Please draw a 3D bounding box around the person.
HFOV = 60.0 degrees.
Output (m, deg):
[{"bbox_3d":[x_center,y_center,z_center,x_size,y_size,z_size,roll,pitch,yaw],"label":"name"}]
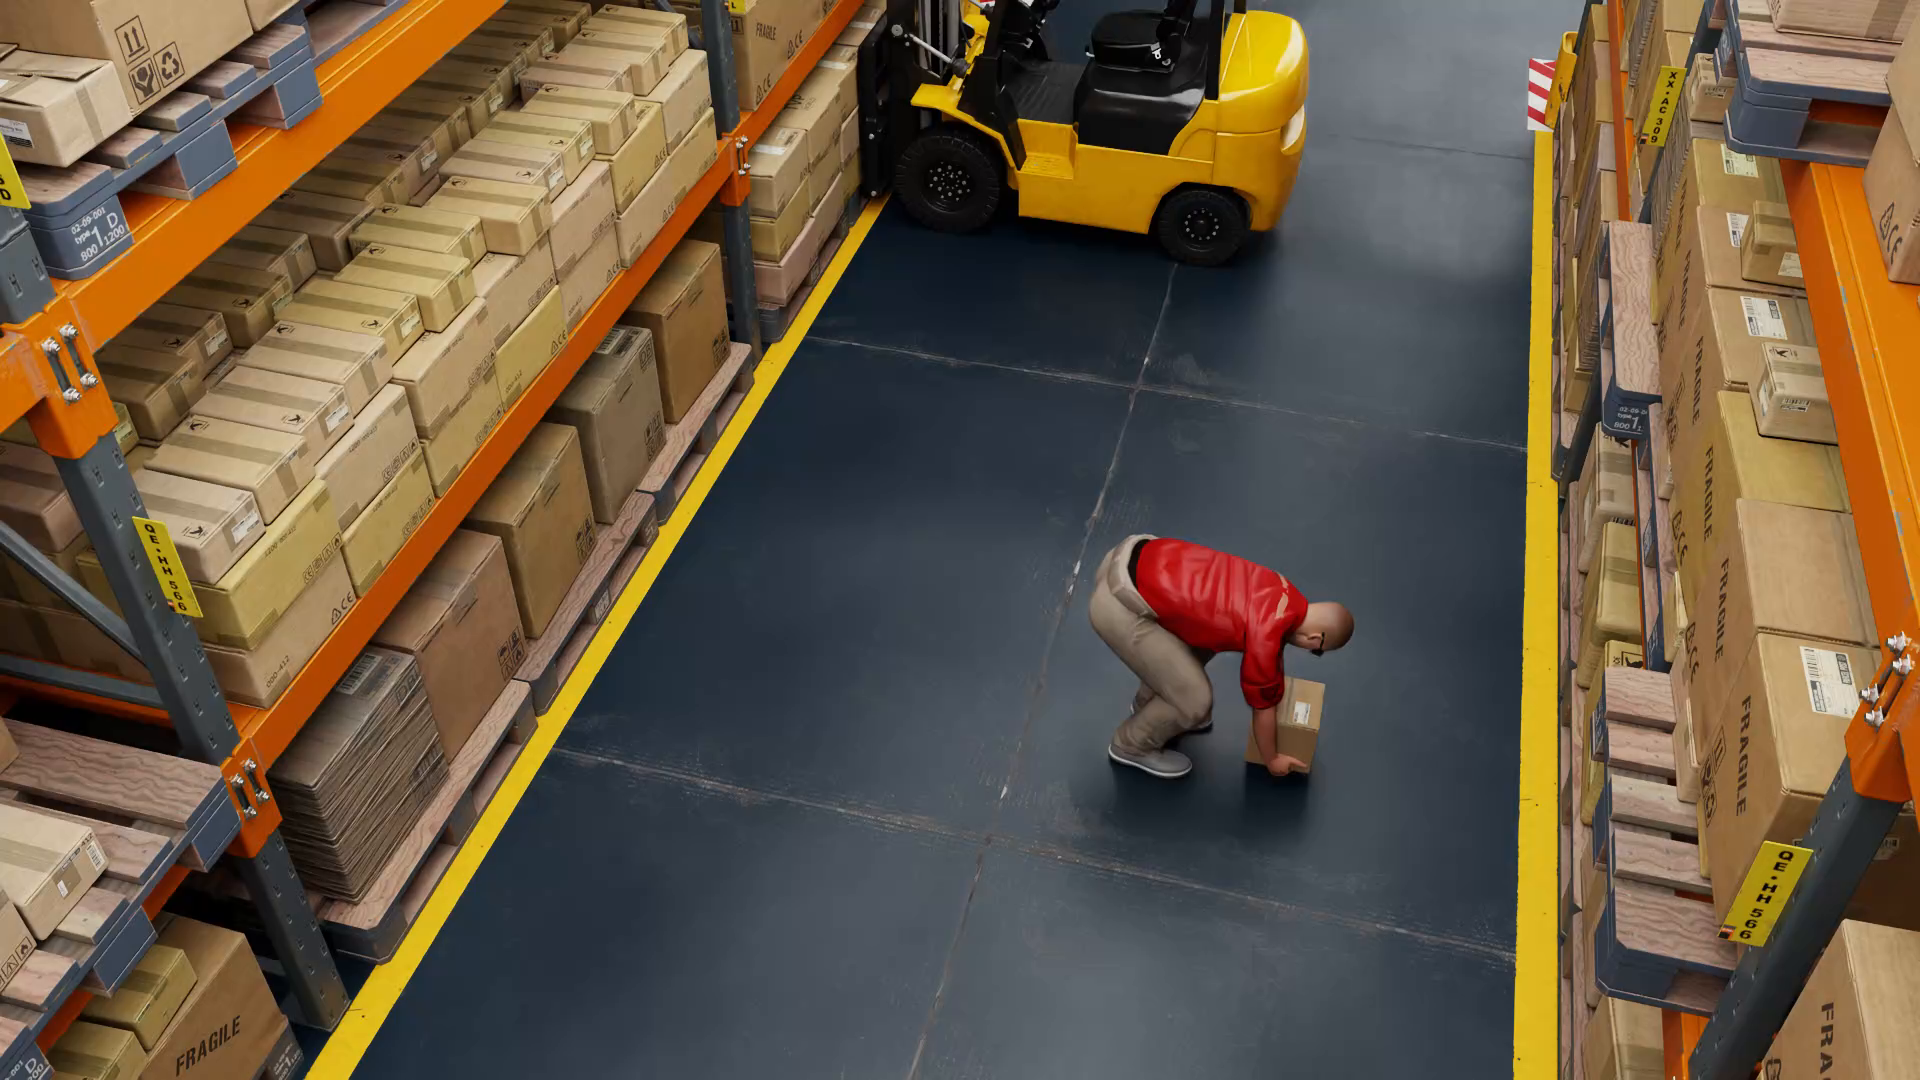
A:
[{"bbox_3d":[0.954,0.449,6.237,0.957,0.962,0.517,8,41,9],"label":"person"}]
